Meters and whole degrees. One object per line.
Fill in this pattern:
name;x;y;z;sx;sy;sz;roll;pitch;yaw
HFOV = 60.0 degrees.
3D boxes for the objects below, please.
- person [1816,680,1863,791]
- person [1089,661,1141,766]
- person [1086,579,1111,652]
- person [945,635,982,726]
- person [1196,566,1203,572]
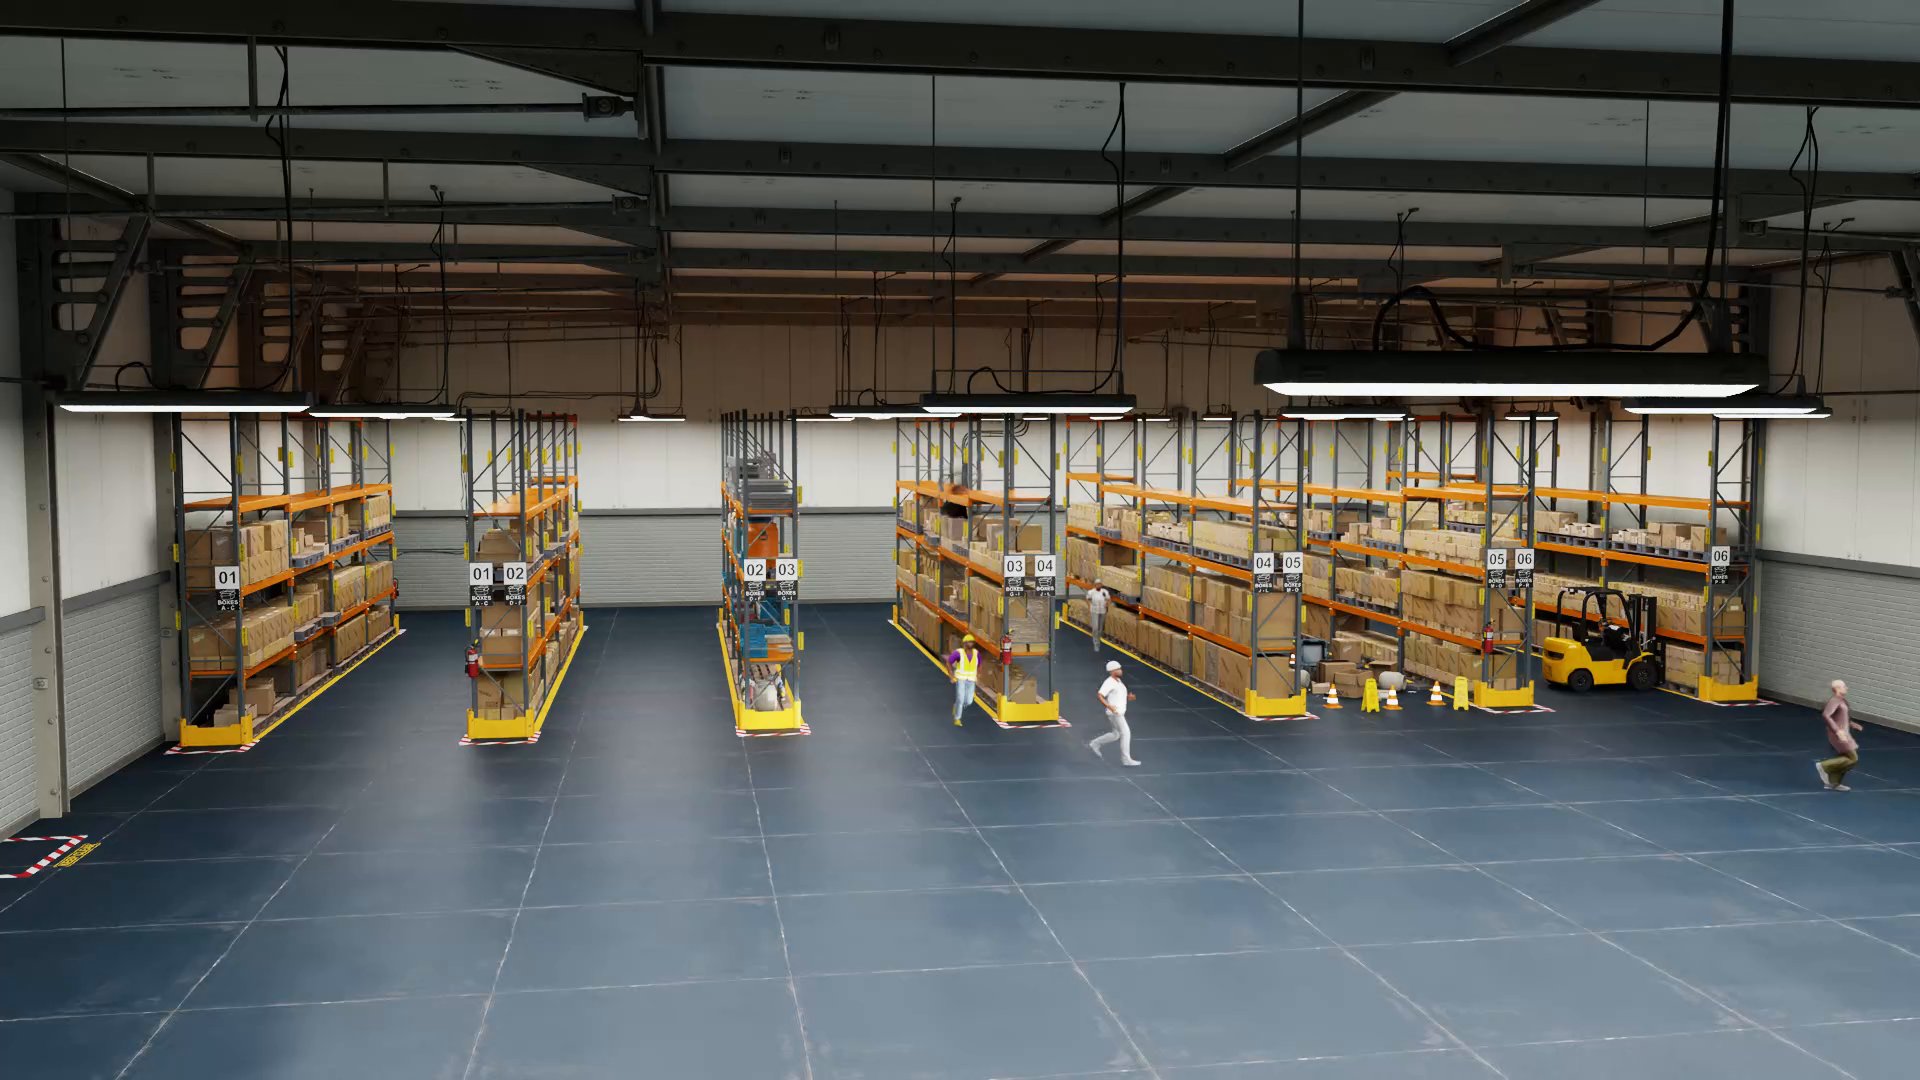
person;13.721;3.090;25.941;0.632;1.655;0.710;2;5;30
person;2.594;2.900;27.892;0.916;1.746;0.714;1;4;18
person;3.359;1.797;40.252;0.602;1.720;0.768;-1;4;-9
person;0.082;2.666;31.828;0.747;1.720;0.590;-1;4;-20
person;7.197;1.374;50.624;0.813;1.678;0.603;-1;4;-8
